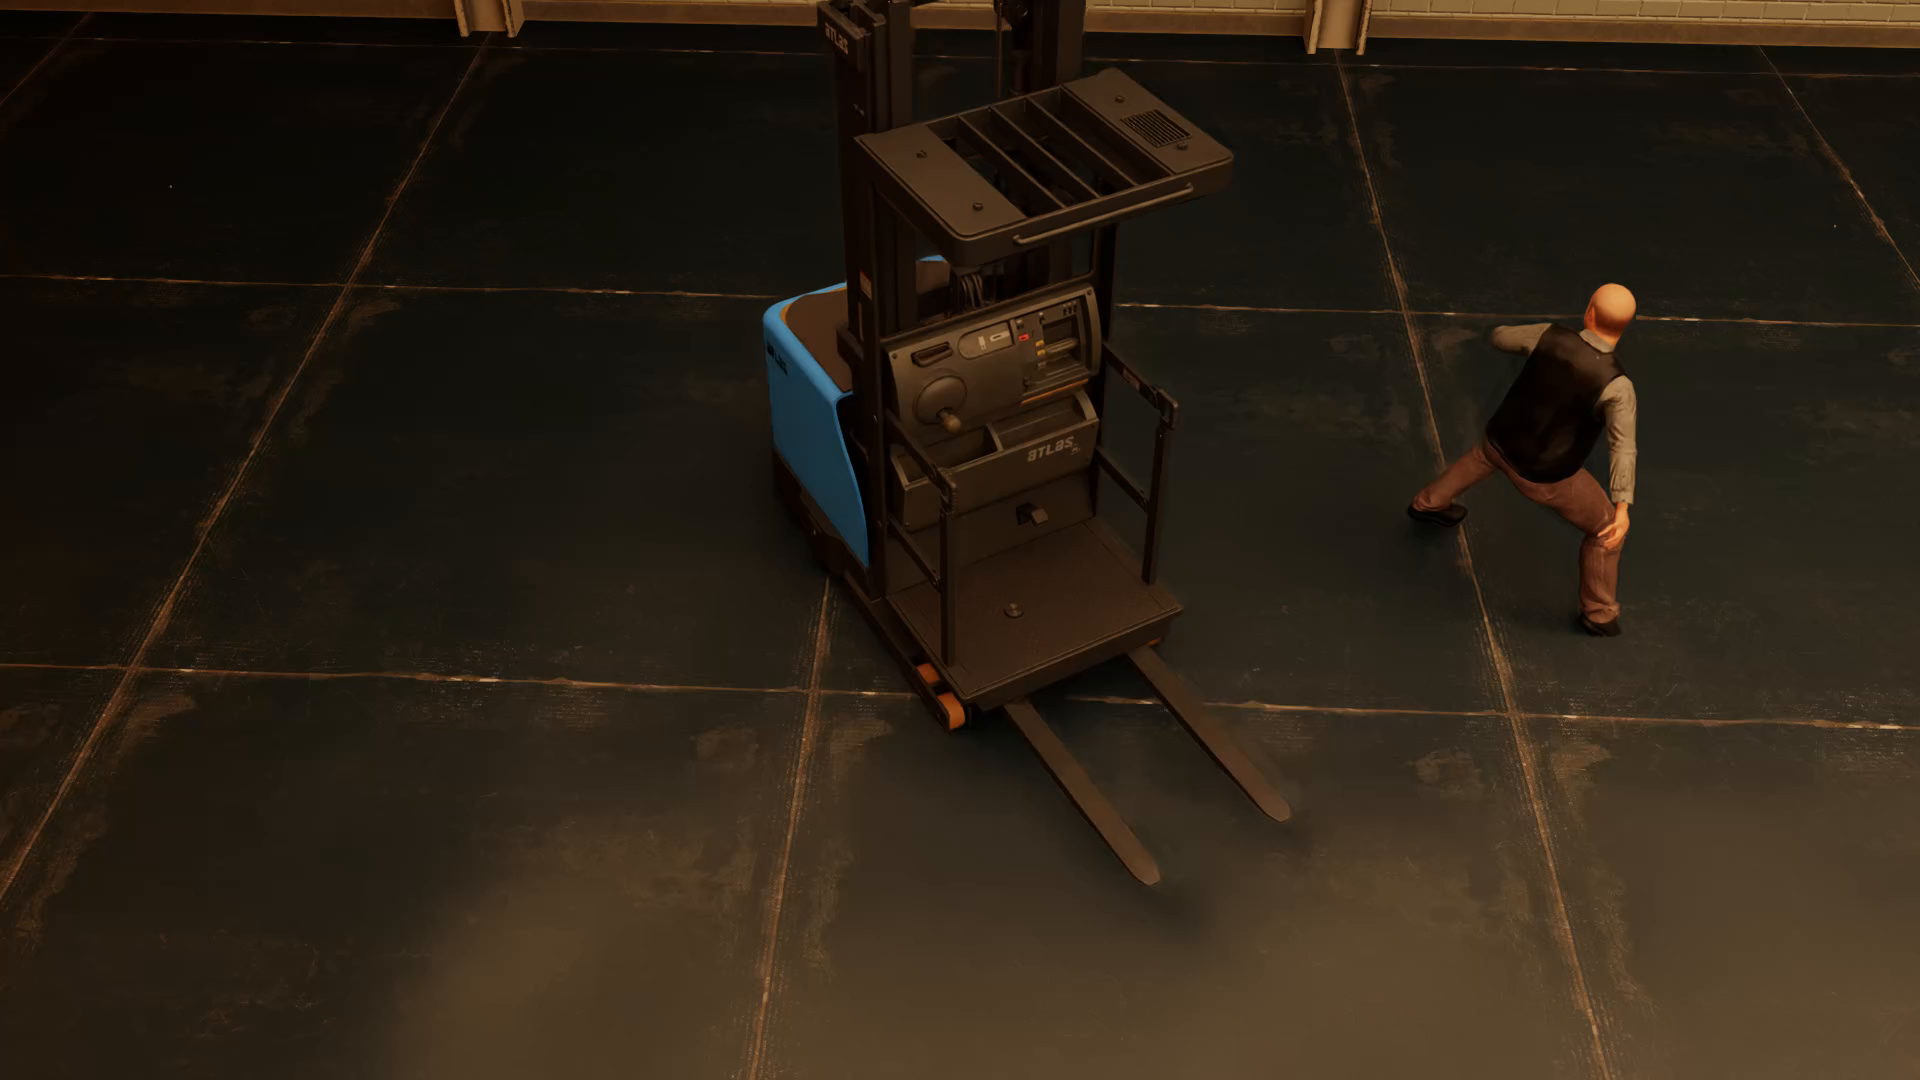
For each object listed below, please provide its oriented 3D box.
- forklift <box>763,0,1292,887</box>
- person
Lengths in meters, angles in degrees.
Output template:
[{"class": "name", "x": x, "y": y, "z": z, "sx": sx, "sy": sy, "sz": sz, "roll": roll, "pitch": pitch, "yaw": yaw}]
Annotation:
[{"class": "forklift", "x": 0.253, "y": -0.632, "z": 6.434, "sx": 1.130, "sy": 2.935, "sz": 3.031, "roll": -21, "pitch": 46, "yaw": -21}, {"class": "person", "x": 2.590, "y": -0.342, "z": 7.204, "sx": 0.547, "sy": 1.665, "sz": 1.117, "roll": -18, "pitch": 46, "yaw": -19}]
